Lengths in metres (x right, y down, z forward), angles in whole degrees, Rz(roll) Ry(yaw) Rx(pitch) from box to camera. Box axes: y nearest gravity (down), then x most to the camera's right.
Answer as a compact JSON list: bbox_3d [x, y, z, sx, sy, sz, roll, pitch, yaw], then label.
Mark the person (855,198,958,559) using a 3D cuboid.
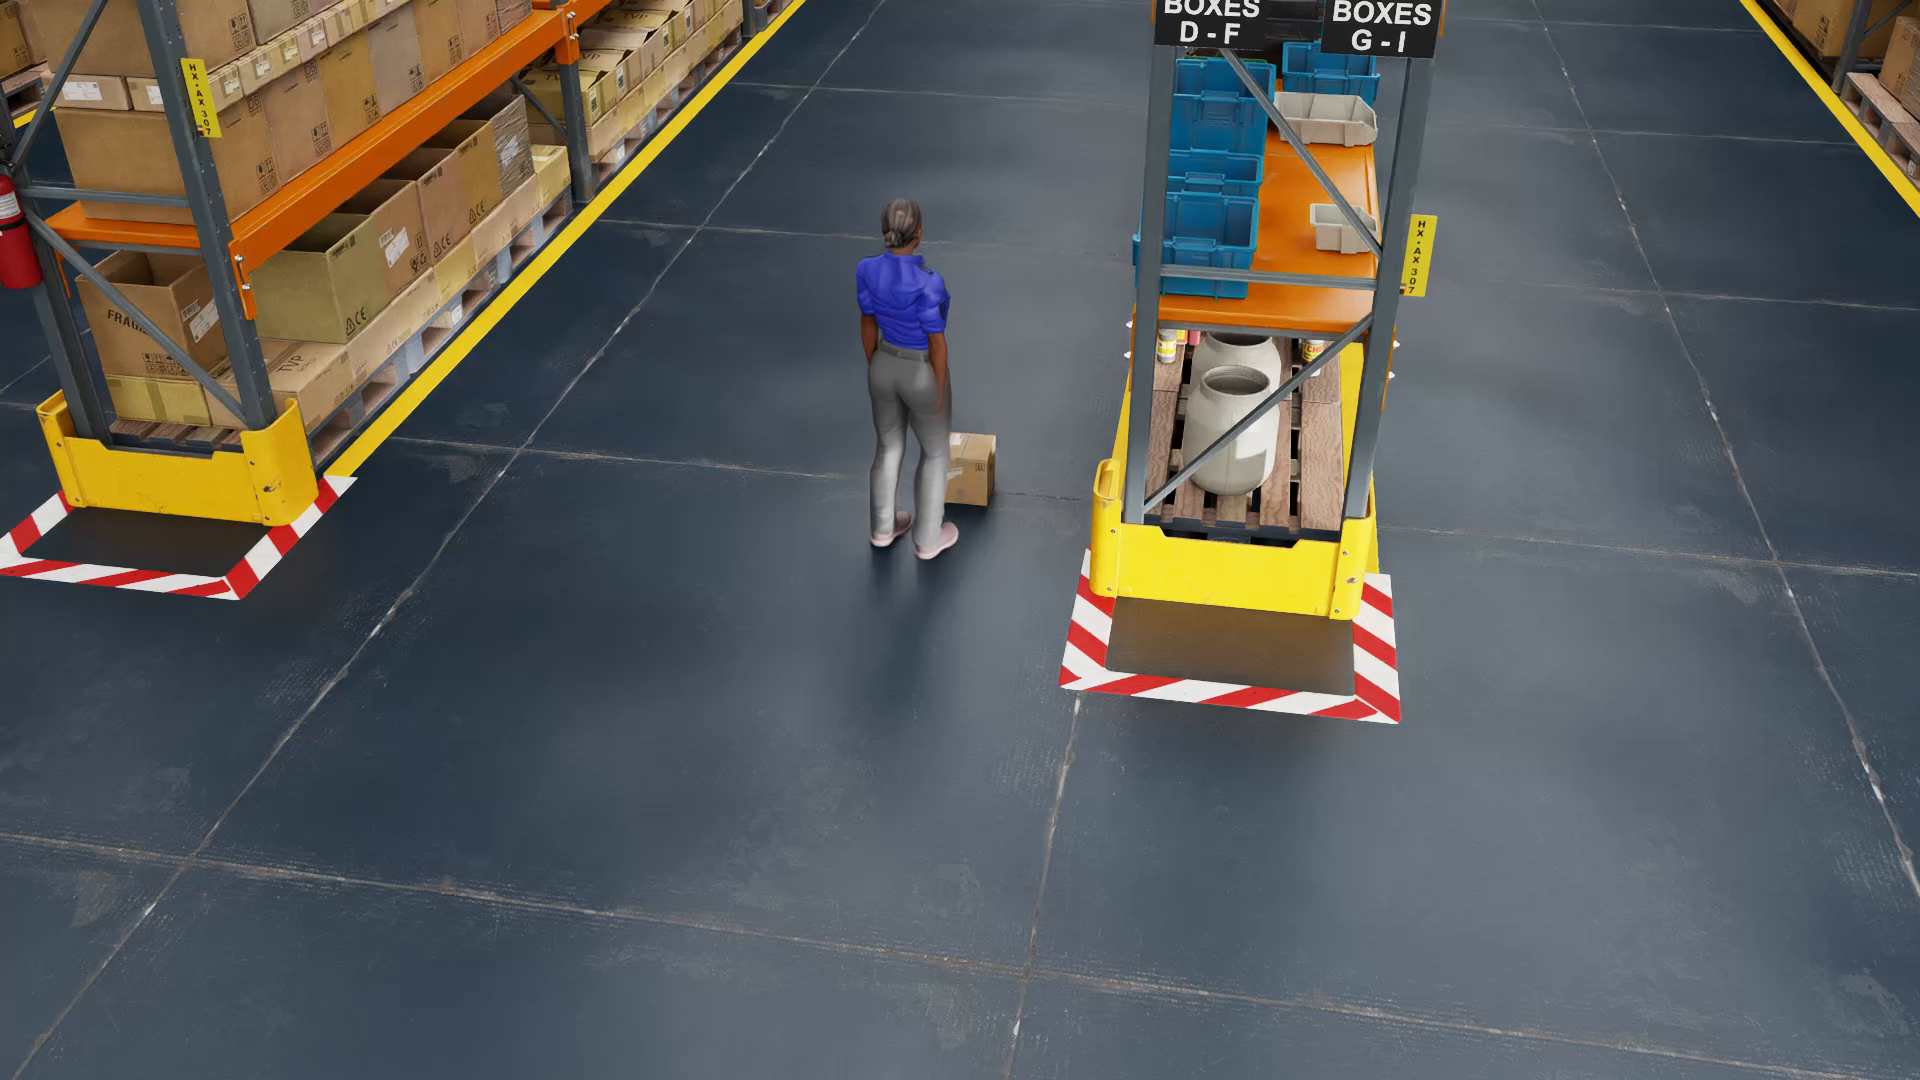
[{"bbox_3d":[-0.231,-0.703,7.247,0.437,1.656,0.311,18,37,26],"label":"person"}]
